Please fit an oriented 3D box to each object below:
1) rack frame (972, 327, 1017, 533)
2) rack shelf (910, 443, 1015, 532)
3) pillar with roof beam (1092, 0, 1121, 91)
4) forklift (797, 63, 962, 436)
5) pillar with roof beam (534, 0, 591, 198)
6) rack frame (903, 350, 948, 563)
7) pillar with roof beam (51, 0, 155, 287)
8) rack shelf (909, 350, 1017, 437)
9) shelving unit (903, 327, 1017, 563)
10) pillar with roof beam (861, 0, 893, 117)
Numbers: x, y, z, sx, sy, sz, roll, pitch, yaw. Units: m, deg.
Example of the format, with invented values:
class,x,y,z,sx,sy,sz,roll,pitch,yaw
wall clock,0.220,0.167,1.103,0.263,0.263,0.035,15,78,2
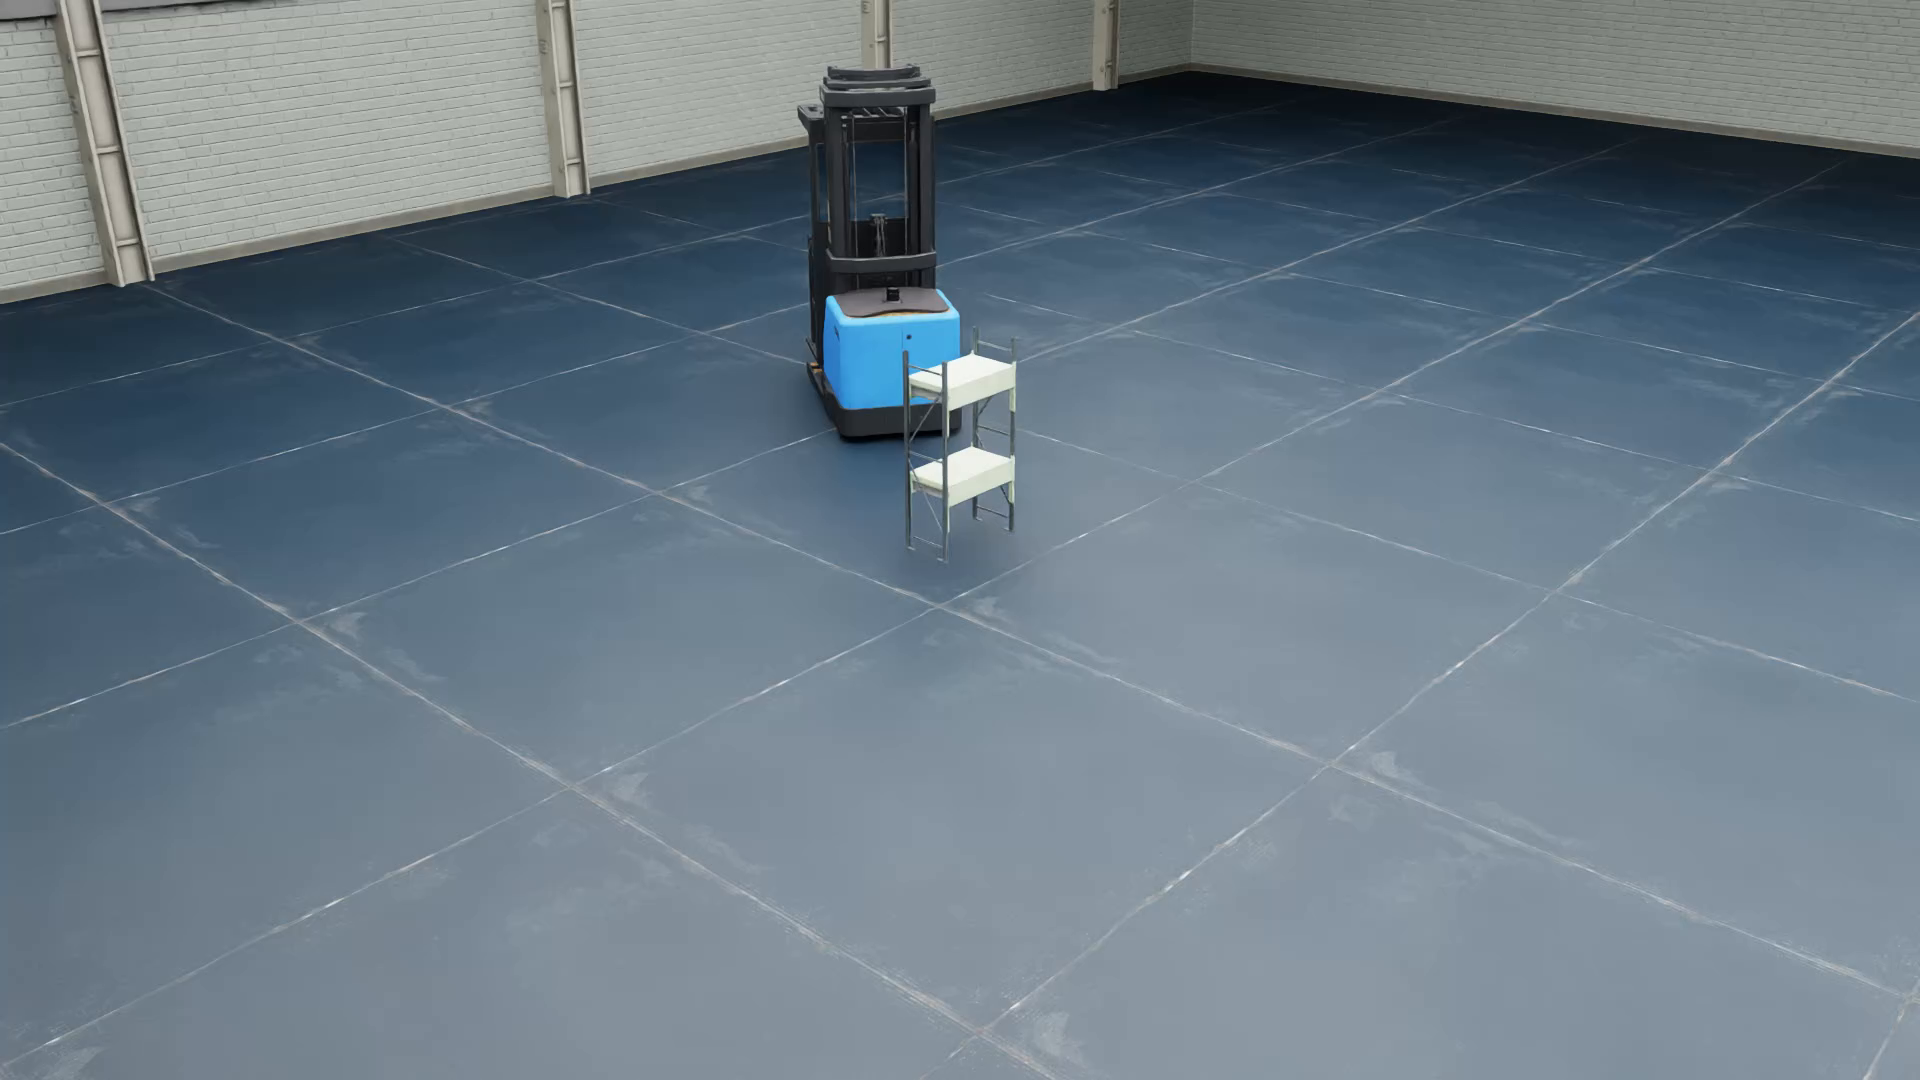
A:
class,x,y,z,sx,sy,sz,roll,pitch,yaw
rack frame,0.249,-0.798,12.168,0.400,1.500,0.023,20,31,38
rack shelf,0.004,-0.389,12.052,0.431,0.370,0.720,20,31,38
pillar with roof beam,5.899,-11.327,26.485,9.100,9.000,0.400,20,31,38
forklift,-0.814,-2.785,14.850,1.130,2.935,3.031,-5,25,-12
pillar with roof beam,-2.110,-7.671,18.330,9.100,9.000,0.400,20,31,38
rack frame,-0.240,-0.575,11.670,0.400,1.500,0.023,20,31,38
pillar with roof beam,-6.114,-5.843,14.253,9.100,9.000,0.400,20,31,38
rack shelf,0.004,-1.042,11.759,0.431,0.370,0.720,20,31,38
shelving unit,0.004,-0.686,11.919,0.431,1.500,0.755,20,31,38
pillar with roof beam,1.894,-9.499,22.408,9.100,9.000,0.400,20,31,38
